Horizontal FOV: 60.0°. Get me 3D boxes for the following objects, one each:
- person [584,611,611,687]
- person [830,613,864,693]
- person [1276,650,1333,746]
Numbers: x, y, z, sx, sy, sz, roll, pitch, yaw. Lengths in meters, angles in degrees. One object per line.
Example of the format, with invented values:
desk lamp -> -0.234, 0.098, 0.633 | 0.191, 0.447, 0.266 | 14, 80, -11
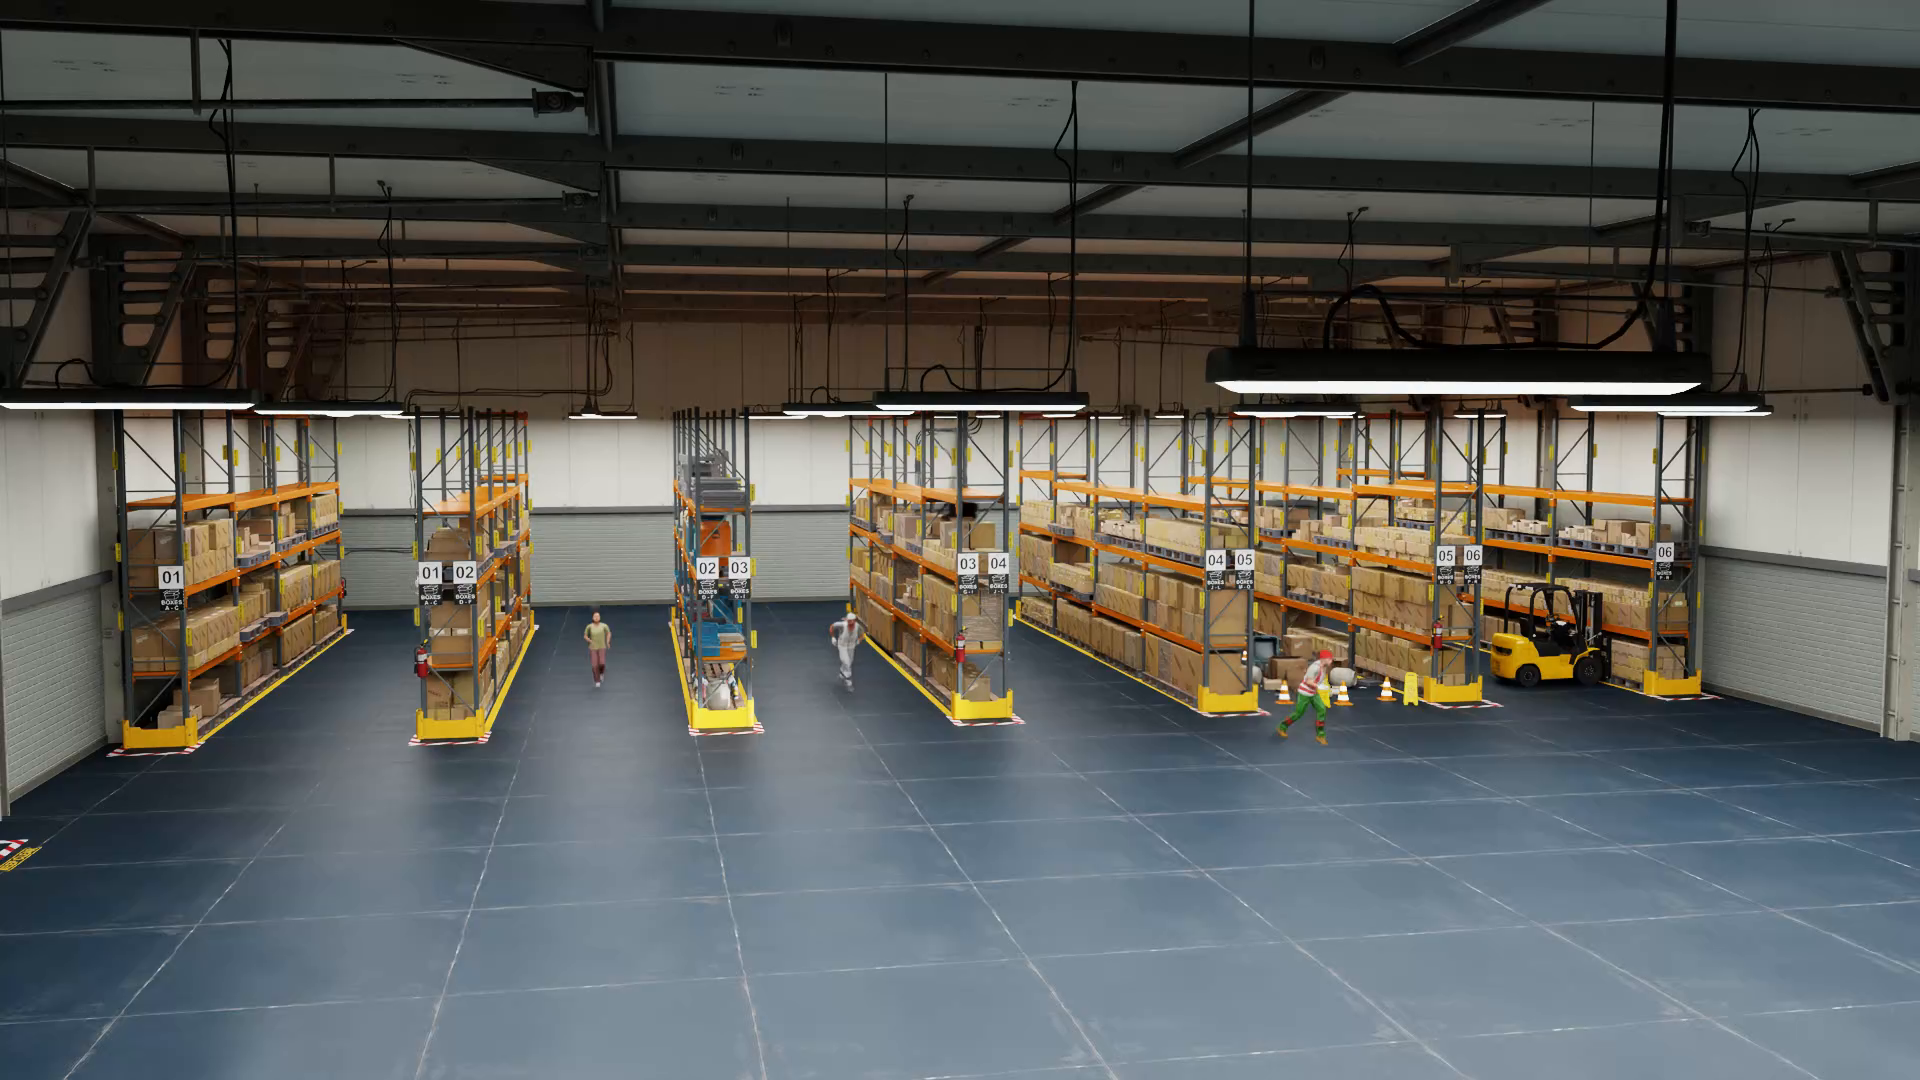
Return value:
person -> -7.826, 2.357, 35.920 | 0.574, 1.631, 0.540 | -1, 4, -13
person -> -2.442, 2.375, 35.564 | 0.706, 1.731, 1.055 | -1, 4, -20
person -> 6.151, 2.792, 29.597 | 1.052, 1.733, 0.704 | 2, 5, 30
